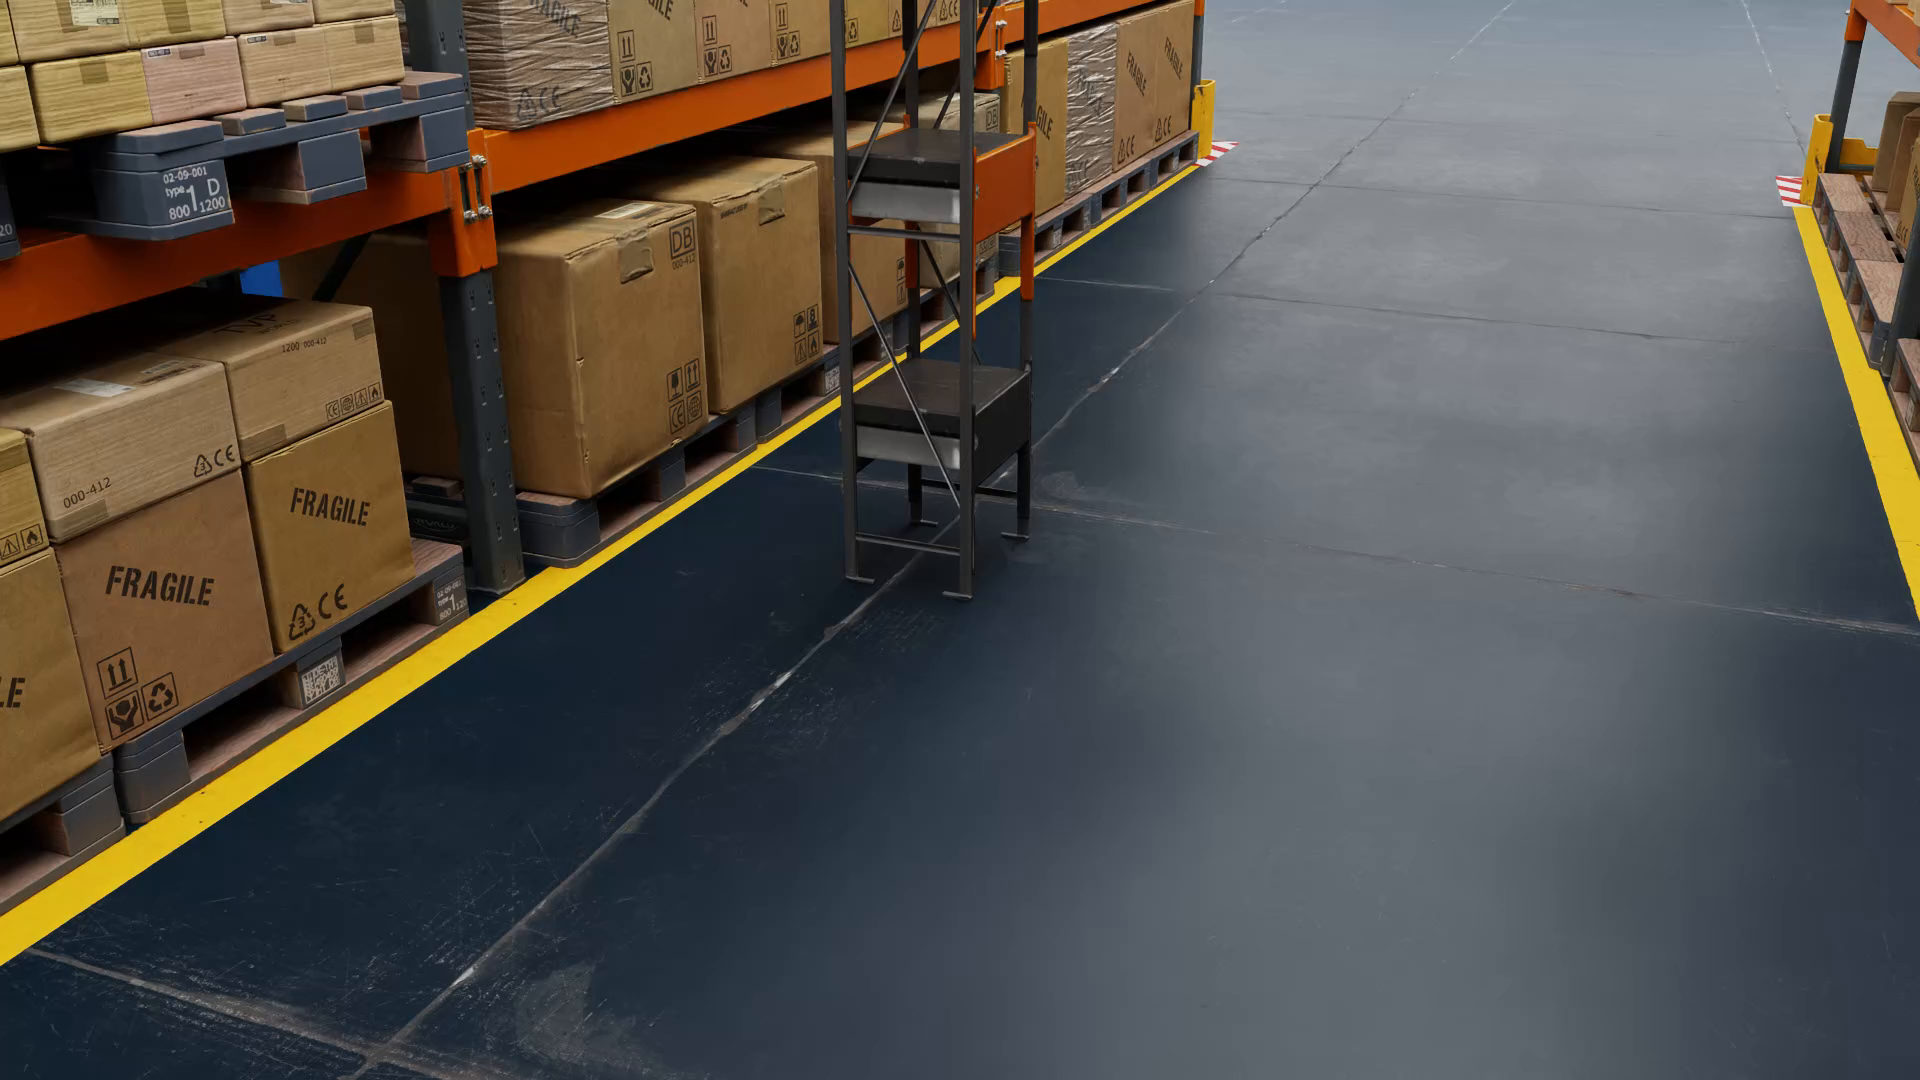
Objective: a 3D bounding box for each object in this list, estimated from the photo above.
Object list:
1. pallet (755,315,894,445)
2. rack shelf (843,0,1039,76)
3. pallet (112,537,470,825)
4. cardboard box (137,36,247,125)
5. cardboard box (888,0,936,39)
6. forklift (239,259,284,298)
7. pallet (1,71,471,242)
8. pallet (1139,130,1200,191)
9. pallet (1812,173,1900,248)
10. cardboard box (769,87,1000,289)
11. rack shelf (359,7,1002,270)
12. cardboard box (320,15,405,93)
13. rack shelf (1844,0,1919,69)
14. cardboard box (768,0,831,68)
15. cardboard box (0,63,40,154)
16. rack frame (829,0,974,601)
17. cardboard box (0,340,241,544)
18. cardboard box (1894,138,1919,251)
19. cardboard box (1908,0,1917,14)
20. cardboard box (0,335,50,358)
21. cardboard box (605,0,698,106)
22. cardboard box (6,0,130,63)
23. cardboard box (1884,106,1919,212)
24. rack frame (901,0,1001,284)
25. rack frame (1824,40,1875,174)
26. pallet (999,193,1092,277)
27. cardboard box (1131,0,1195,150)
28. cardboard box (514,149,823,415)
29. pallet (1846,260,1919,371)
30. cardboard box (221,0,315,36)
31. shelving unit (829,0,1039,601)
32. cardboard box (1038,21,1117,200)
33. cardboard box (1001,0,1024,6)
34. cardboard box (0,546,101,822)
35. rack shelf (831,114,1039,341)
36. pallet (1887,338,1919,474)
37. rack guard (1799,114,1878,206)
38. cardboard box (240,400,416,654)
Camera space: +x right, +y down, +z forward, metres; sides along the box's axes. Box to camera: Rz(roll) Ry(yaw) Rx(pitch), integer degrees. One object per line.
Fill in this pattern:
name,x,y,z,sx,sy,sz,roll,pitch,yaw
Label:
pallet,-0.960,-0.728,6.718,1.003,0.211,1.213,9,24,20
rack shelf,-0.062,-1.543,4.439,0.431,0.518,0.480,9,24,20
pallet,-2.069,0.258,4.358,1.003,0.211,1.213,9,24,20
cardboard box,-1.723,-0.963,3.444,0.380,0.149,0.250,9,24,21
cardboard box,-0.425,-2.380,6.925,0.500,0.500,0.500,9,24,19
forklift,-3.043,-2.530,7.505,1.130,2.935,3.031,-2,23,-6
pallet,-1.943,-0.949,3.879,1.213,0.211,1.003,9,24,20
pallet,0.970,-2.587,11.169,1.003,0.211,1.213,9,24,20
pallet,5.399,-1.825,9.345,1.003,0.211,1.213,9,24,20
cardboard box,-0.439,-1.660,7.706,1.050,0.750,0.750,9,24,20
rack shelf,-1.035,-1.692,6.341,1.077,0.370,4.000,9,24,20
cardboard box,-1.534,-1.143,3.876,0.380,0.149,0.250,9,24,21
rack shelf,5.019,-2.377,7.982,1.077,0.370,4.000,9,24,20
cardboard box,-0.799,-2.017,6.057,0.500,0.500,0.500,9,24,19
cardboard box,-1.917,-0.777,3.000,0.380,0.149,0.250,8,24,18
rack frame,-0.152,-0.822,4.494,0.400,2.100,0.015,9,24,20
cardboard box,-1.966,-0.230,3.633,0.500,0.250,0.500,9,24,21
cardboard box,4.825,-1.610,7.911,0.500,0.500,0.500,7,24,15
cardboard box,4.654,-2.531,7.743,0.380,0.149,0.250,9,24,20
cardboard box,-2.447,-0.301,3.803,0.500,0.250,0.500,8,24,19
cardboard box,-1.174,-1.658,5.199,0.500,0.500,0.500,9,24,20
cardboard box,-1.825,-1.001,3.150,0.380,0.149,0.250,9,24,20
cardboard box,5.324,-2.025,8.904,0.500,0.500,0.500,16,28,34
rack frame,-0.292,-2.739,7.916,1.000,3.000,0.127,9,24,20
rack frame,5.762,-3.424,9.556,1.000,3.000,0.127,9,24,20
pallet,0.063,-1.713,9.078,1.003,0.211,1.213,9,24,20
cardboard box,1.004,-3.132,11.068,0.875,0.875,0.875,9,24,20
cardboard box,-1.146,-0.982,6.083,1.050,0.750,0.750,9,24,21
pallet,4.492,-0.952,7.254,1.003,0.211,1.213,9,24,20
cardboard box,-1.636,-1.185,3.591,0.380,0.149,0.250,10,25,22
shelving unit,-0.061,-0.910,4.703,0.431,2.100,0.503,9,24,20
cardboard box,0.338,-2.491,9.533,0.875,0.875,0.875,9,24,20
cardboard box,-0.166,-2.942,8.207,0.875,0.550,0.550,9,24,20
cardboard box,-2.157,0.302,3.334,0.500,0.500,0.500,8,24,18
rack shelf,-0.061,-0.897,4.709,0.431,0.518,0.480,9,24,20
pallet,3.988,-0.427,5.999,1.003,0.211,1.213,9,24,20
rack guard,5.733,-2.244,9.973,1.175,0.500,0.348,9,24,20
cardboard box,-1.779,-0.075,4.237,0.500,0.500,0.500,9,24,20
